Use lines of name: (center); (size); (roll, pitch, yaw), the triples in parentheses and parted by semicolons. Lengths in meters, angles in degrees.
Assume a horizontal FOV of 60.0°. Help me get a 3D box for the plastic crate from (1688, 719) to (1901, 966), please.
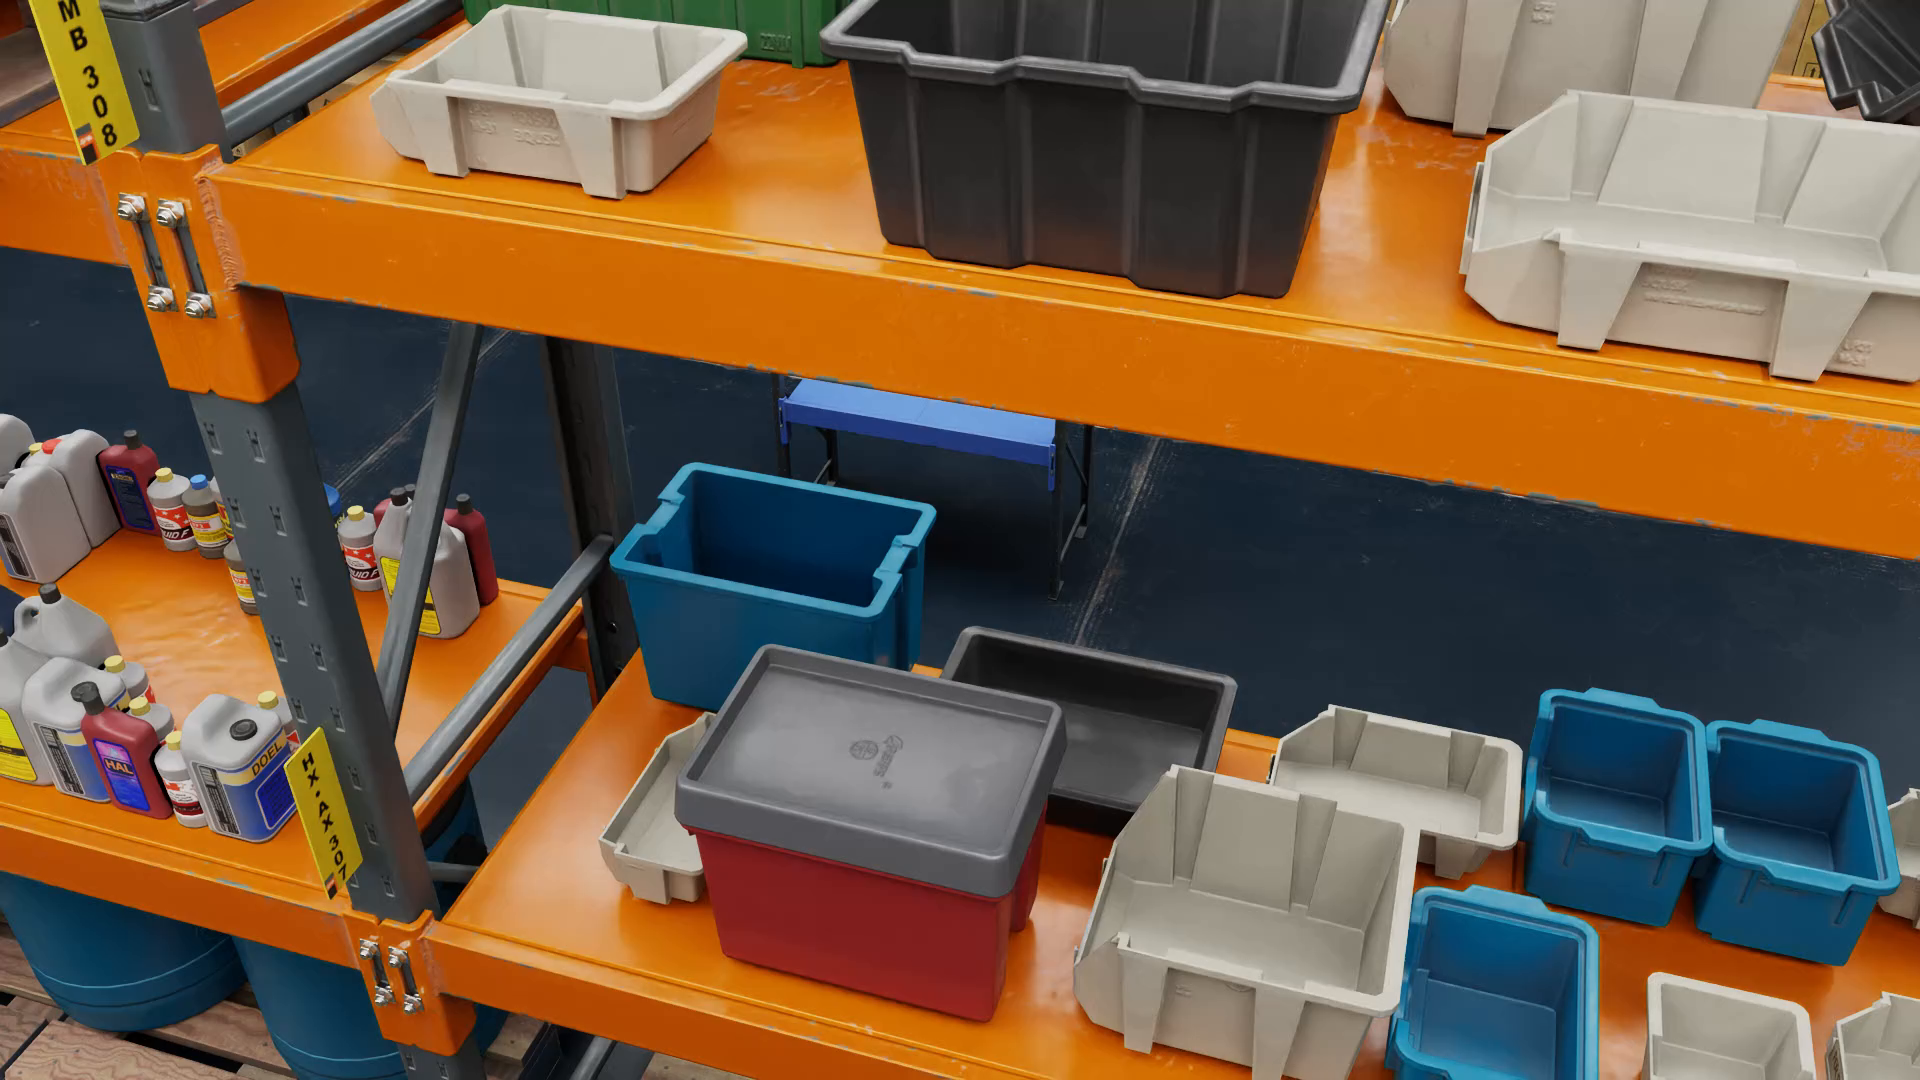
plastic crate: (1.503, 0.560, 3.050); (0.300, 0.233, 0.416); (10, 38, 14)

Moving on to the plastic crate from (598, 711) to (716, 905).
plastic crate: (-0.519, 0.517, 3.189); (0.243, 0.136, 0.396); (10, 38, 14)

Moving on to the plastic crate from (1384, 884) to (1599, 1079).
plastic crate: (0.861, 0.804, 2.717); (0.300, 0.233, 0.416); (10, 38, 14)

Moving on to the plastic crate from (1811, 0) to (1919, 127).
plastic crate: (1.521, -0.630, 2.097); (0.767, 0.338, 0.504); (10, 38, 14)

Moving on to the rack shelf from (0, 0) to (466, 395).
rack shelf: (-2.830, -1.000, 3.154); (4.000, 0.370, 1.077); (10, 38, 14)

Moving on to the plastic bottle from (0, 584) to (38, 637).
plastic bottle: (-2.029, 0.200, 3.489); (0.185, 0.351, 0.144); (10, 38, 14)

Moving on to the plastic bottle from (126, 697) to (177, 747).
plastic bottle: (-1.621, 0.402, 3.341); (0.097, 0.201, 0.097); (0, 36, 0)

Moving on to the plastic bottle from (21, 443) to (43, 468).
plastic bottle: (-2.235, -0.145, 4.084); (0.097, 0.201, 0.097); (0, 36, 0)

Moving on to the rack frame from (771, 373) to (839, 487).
rack frame: (-0.567, -0.709, 5.948); (0.032, 1.500, 0.500); (10, 38, 14)

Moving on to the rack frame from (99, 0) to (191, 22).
rack frame: (-0.921, -2.144, 1.572); (0.127, 3.000, 1.000); (10, 38, 14)

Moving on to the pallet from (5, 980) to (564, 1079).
pallet: (-1.645, 1.235, 4.394); (1.213, 0.211, 1.003); (10, 38, 14)

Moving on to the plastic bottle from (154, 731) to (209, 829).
plastic bottle: (-1.512, 0.460, 3.262); (0.097, 0.201, 0.097); (0, 36, 0)

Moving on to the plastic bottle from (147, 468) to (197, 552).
plastic bottle: (-1.886, -0.080, 3.996); (0.097, 0.201, 0.097); (0, 36, 0)

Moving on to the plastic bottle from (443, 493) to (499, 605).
plastic bottle: (-1.143, 0.013, 3.801); (0.133, 0.283, 0.061); (10, 38, 14)

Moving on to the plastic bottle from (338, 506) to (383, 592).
plastic bottle: (-1.386, 0.012, 3.871); (0.097, 0.201, 0.097); (0, 36, 0)

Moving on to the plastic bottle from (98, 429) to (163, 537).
plastic bottle: (-1.991, -0.144, 4.014); (0.133, 0.283, 0.061); (10, 38, 14)

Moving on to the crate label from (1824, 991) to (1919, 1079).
crate label: (1.520, 0.925, 2.635); (0.243, 0.136, 0.396); (10, 38, 14)

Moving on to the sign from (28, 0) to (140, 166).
sign: (-1.086, -0.629, 2.036); (0.005, 0.325, 0.100); (10, 38, 14)

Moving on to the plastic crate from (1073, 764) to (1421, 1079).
plastic crate: (0.482, 0.670, 2.859); (0.530, 0.282, 0.437); (10, 38, 14)

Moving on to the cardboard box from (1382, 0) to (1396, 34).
cardboard box: (1.932, -2.148, 6.553); (0.500, 0.500, 0.500); (10, 38, 14)

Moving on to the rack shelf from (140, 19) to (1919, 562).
rack shelf: (0.988, -0.293, 2.194); (4.000, 0.370, 1.077); (10, 38, 14)

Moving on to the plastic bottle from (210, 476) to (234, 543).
plastic bottle: (-1.701, -0.074, 3.929); (0.097, 0.271, 0.097); (0, 36, 0)

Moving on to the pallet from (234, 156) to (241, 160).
pallet: (-4.032, -2.281, 9.172); (1.213, 0.211, 1.003); (10, 38, 14)

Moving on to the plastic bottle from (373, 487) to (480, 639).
plastic bottle: (-1.199, 0.039, 3.708); (0.185, 0.351, 0.144); (10, 38, 14)

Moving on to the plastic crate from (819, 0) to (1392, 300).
plastic crate: (0.183, -0.509, 1.990); (0.590, 0.269, 0.497); (10, 38, 14)

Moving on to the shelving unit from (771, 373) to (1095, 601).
shelving unit: (-0.081, -0.619, 5.826); (1.048, 1.500, 0.538); (10, 38, 14)

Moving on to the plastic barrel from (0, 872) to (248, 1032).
plastic barrel: (-2.111, 0.717, 4.161); (0.708, 0.901, 0.600); (10, 38, 14)

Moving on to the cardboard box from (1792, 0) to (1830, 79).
cardboard box: (3.373, -1.878, 6.187); (0.500, 0.500, 0.500); (11, 38, 14)

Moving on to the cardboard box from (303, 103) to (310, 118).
cardboard box: (-3.670, -2.557, 9.160); (0.500, 0.250, 0.500); (10, 38, 14)

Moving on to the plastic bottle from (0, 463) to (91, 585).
plastic bottle: (-2.178, -0.053, 3.896); (0.135, 0.276, 0.152); (10, 38, 14)

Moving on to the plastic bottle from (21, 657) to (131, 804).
plastic bottle: (-1.742, 0.371, 3.321); (0.135, 0.276, 0.152); (10, 38, 14)

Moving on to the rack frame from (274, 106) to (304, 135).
rack frame: (-3.258, -3.237, 8.117); (0.127, 3.000, 1.000); (10, 38, 14)

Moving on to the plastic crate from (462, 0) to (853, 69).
plastic crate: (-0.426, -0.947, 2.654); (0.662, 0.188, 0.450); (10, 38, 14)

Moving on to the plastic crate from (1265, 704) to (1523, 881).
plastic crate: (0.831, 0.492, 3.223); (0.466, 0.136, 0.293); (10, 38, 14)
